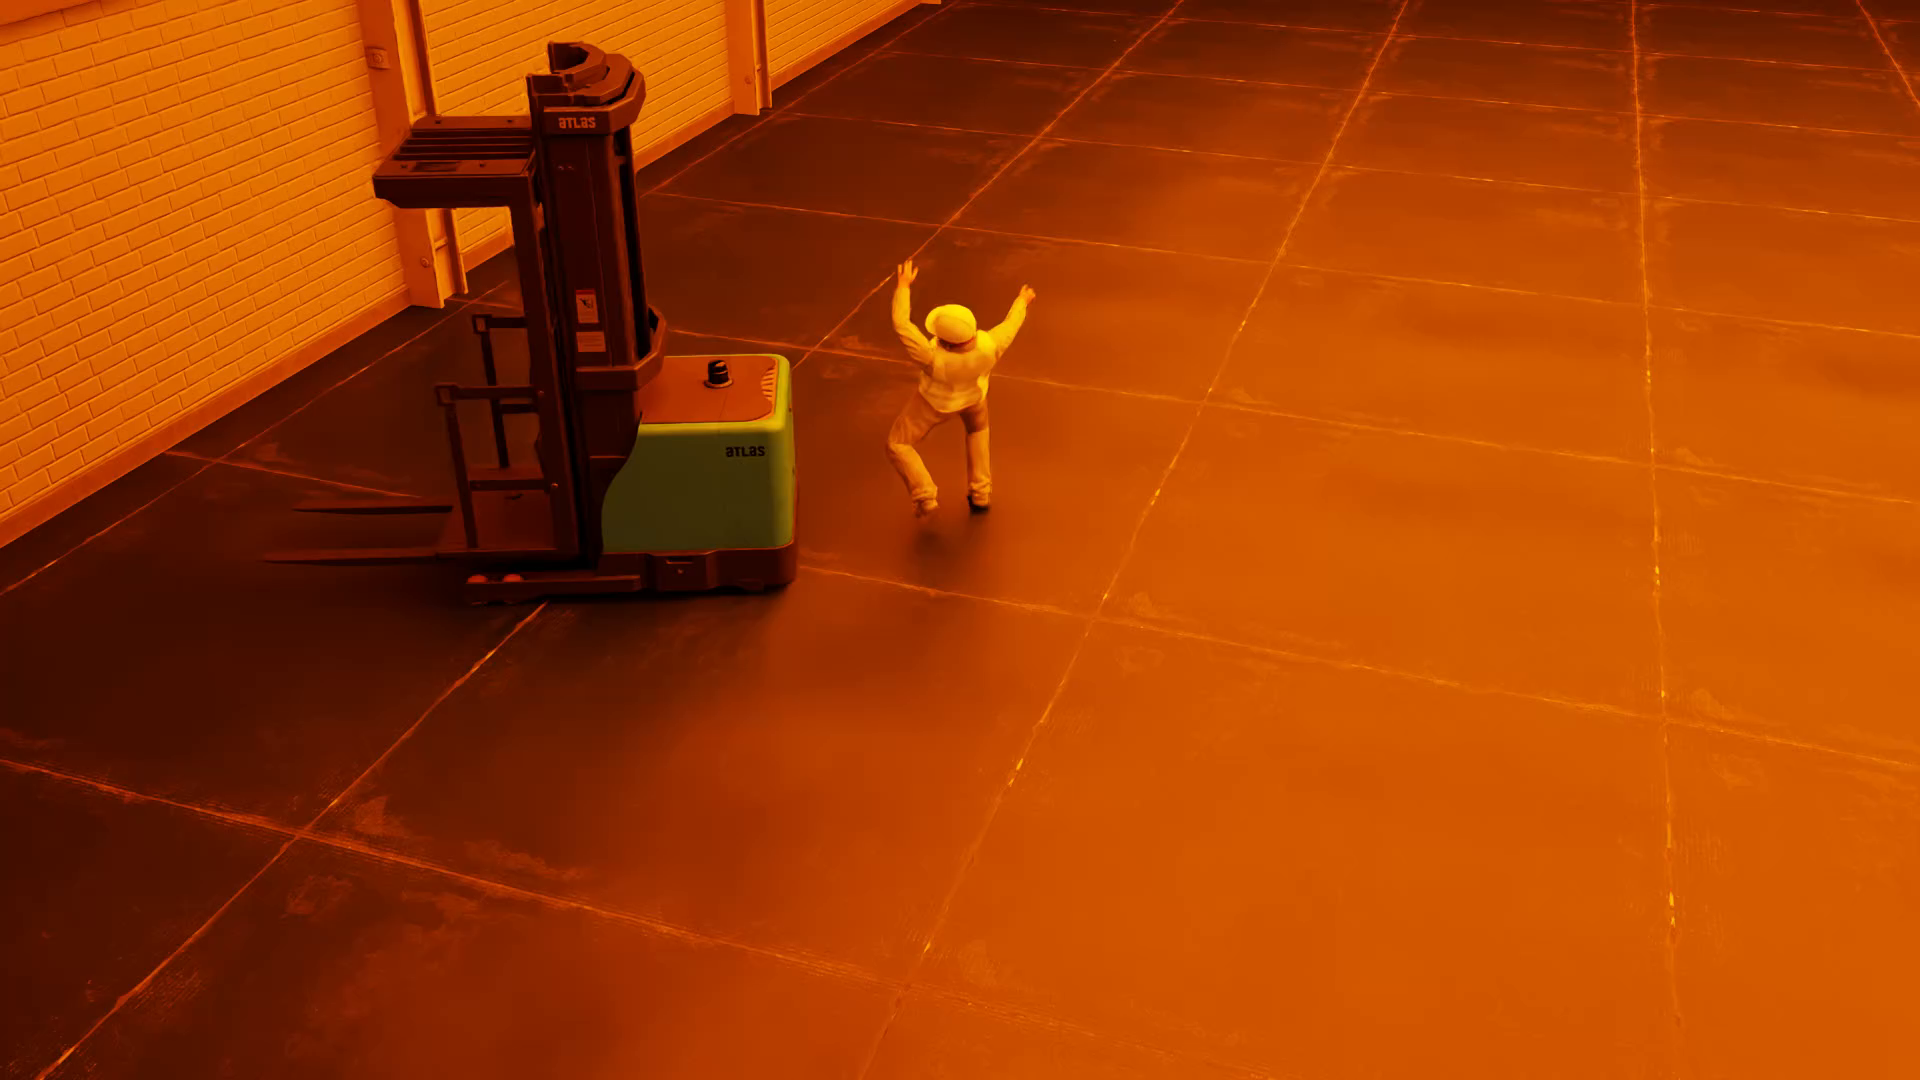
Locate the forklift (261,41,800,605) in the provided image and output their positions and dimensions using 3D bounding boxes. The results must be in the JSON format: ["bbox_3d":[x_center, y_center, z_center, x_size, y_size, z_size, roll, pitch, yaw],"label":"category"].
[{"bbox_3d":[-2.484,-1.174,9.196,3.031,2.935,1.130,-2,30,-3],"label":"forklift"}]

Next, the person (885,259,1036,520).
[{"bbox_3d":[0.105,-0.914,10.101,1.047,1.559,0.706,-17,34,-27],"label":"person"}]
